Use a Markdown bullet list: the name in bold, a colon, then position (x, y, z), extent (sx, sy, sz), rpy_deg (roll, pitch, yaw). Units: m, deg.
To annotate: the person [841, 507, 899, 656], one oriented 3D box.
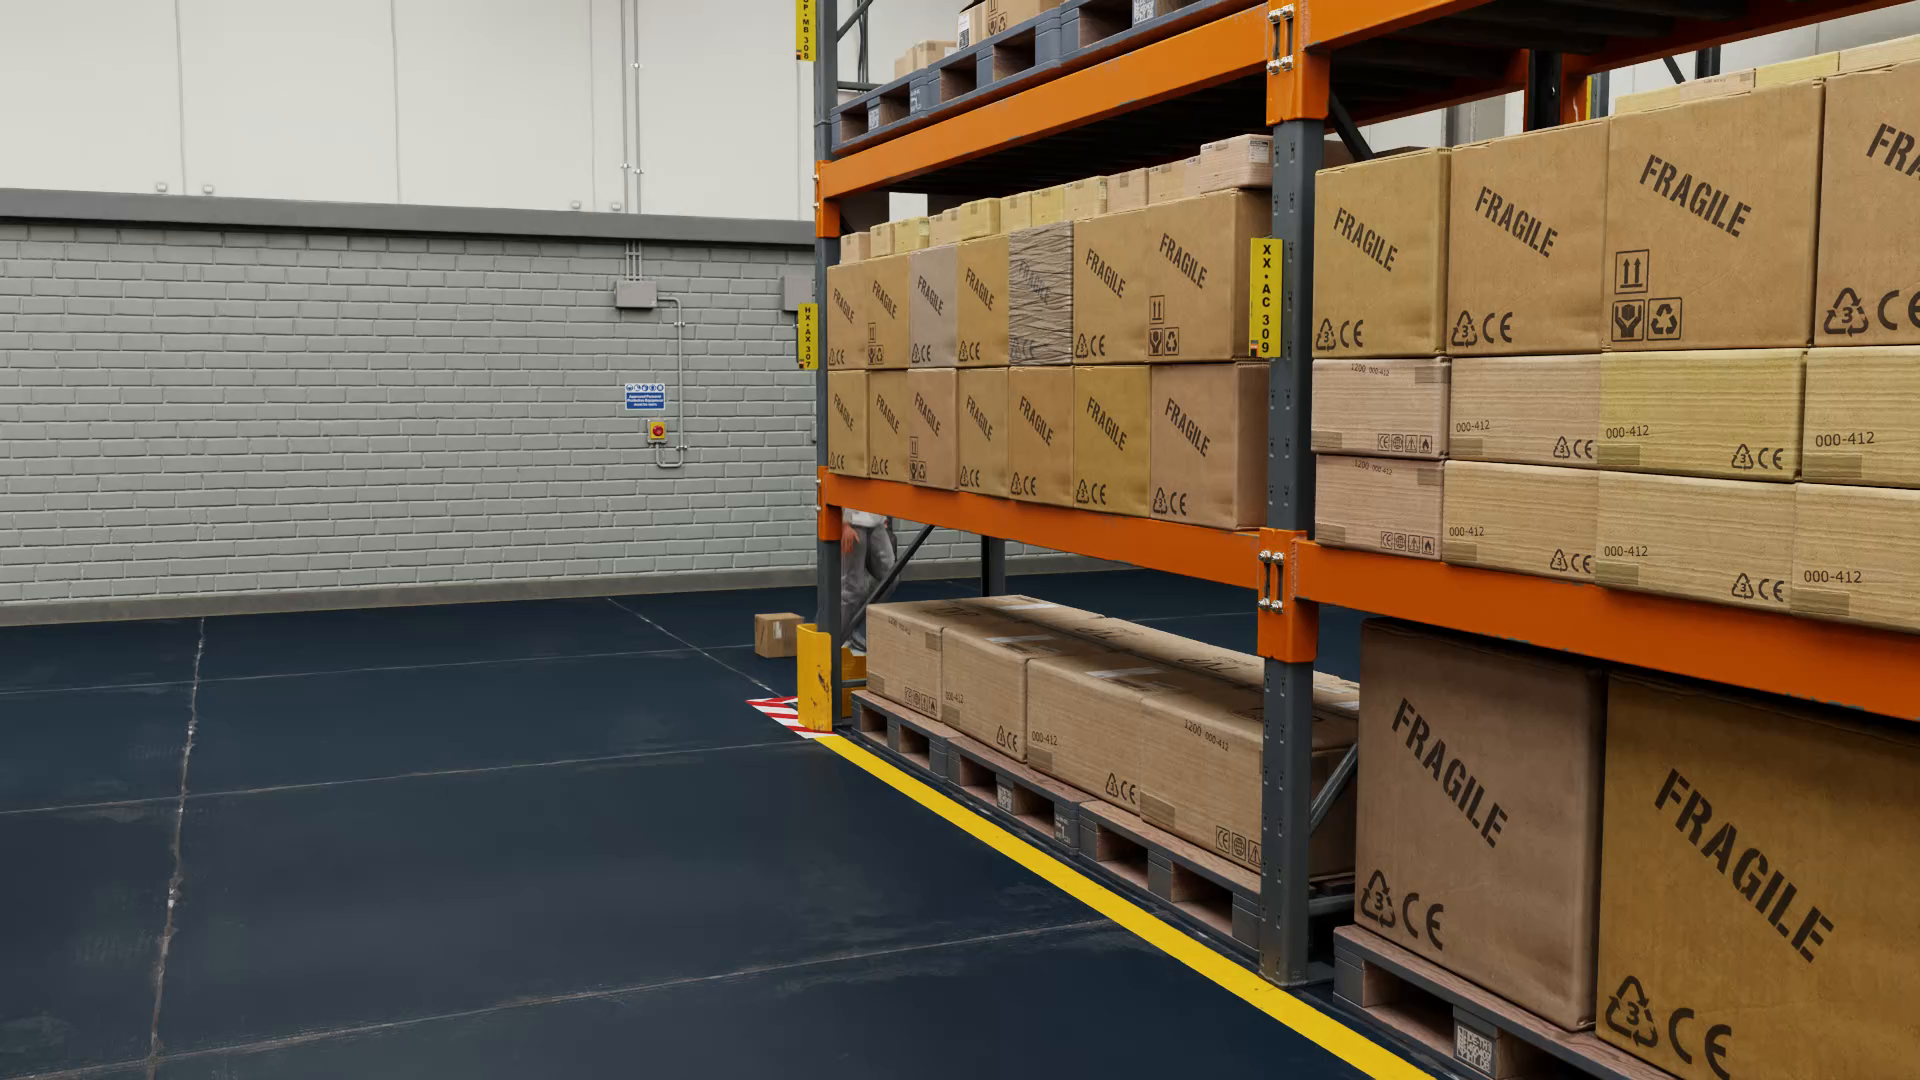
- **person**: position (-0.617, -0.111, 10.236), extent (0.519, 1.755, 0.606), rpy_deg (2, 6, 18)
